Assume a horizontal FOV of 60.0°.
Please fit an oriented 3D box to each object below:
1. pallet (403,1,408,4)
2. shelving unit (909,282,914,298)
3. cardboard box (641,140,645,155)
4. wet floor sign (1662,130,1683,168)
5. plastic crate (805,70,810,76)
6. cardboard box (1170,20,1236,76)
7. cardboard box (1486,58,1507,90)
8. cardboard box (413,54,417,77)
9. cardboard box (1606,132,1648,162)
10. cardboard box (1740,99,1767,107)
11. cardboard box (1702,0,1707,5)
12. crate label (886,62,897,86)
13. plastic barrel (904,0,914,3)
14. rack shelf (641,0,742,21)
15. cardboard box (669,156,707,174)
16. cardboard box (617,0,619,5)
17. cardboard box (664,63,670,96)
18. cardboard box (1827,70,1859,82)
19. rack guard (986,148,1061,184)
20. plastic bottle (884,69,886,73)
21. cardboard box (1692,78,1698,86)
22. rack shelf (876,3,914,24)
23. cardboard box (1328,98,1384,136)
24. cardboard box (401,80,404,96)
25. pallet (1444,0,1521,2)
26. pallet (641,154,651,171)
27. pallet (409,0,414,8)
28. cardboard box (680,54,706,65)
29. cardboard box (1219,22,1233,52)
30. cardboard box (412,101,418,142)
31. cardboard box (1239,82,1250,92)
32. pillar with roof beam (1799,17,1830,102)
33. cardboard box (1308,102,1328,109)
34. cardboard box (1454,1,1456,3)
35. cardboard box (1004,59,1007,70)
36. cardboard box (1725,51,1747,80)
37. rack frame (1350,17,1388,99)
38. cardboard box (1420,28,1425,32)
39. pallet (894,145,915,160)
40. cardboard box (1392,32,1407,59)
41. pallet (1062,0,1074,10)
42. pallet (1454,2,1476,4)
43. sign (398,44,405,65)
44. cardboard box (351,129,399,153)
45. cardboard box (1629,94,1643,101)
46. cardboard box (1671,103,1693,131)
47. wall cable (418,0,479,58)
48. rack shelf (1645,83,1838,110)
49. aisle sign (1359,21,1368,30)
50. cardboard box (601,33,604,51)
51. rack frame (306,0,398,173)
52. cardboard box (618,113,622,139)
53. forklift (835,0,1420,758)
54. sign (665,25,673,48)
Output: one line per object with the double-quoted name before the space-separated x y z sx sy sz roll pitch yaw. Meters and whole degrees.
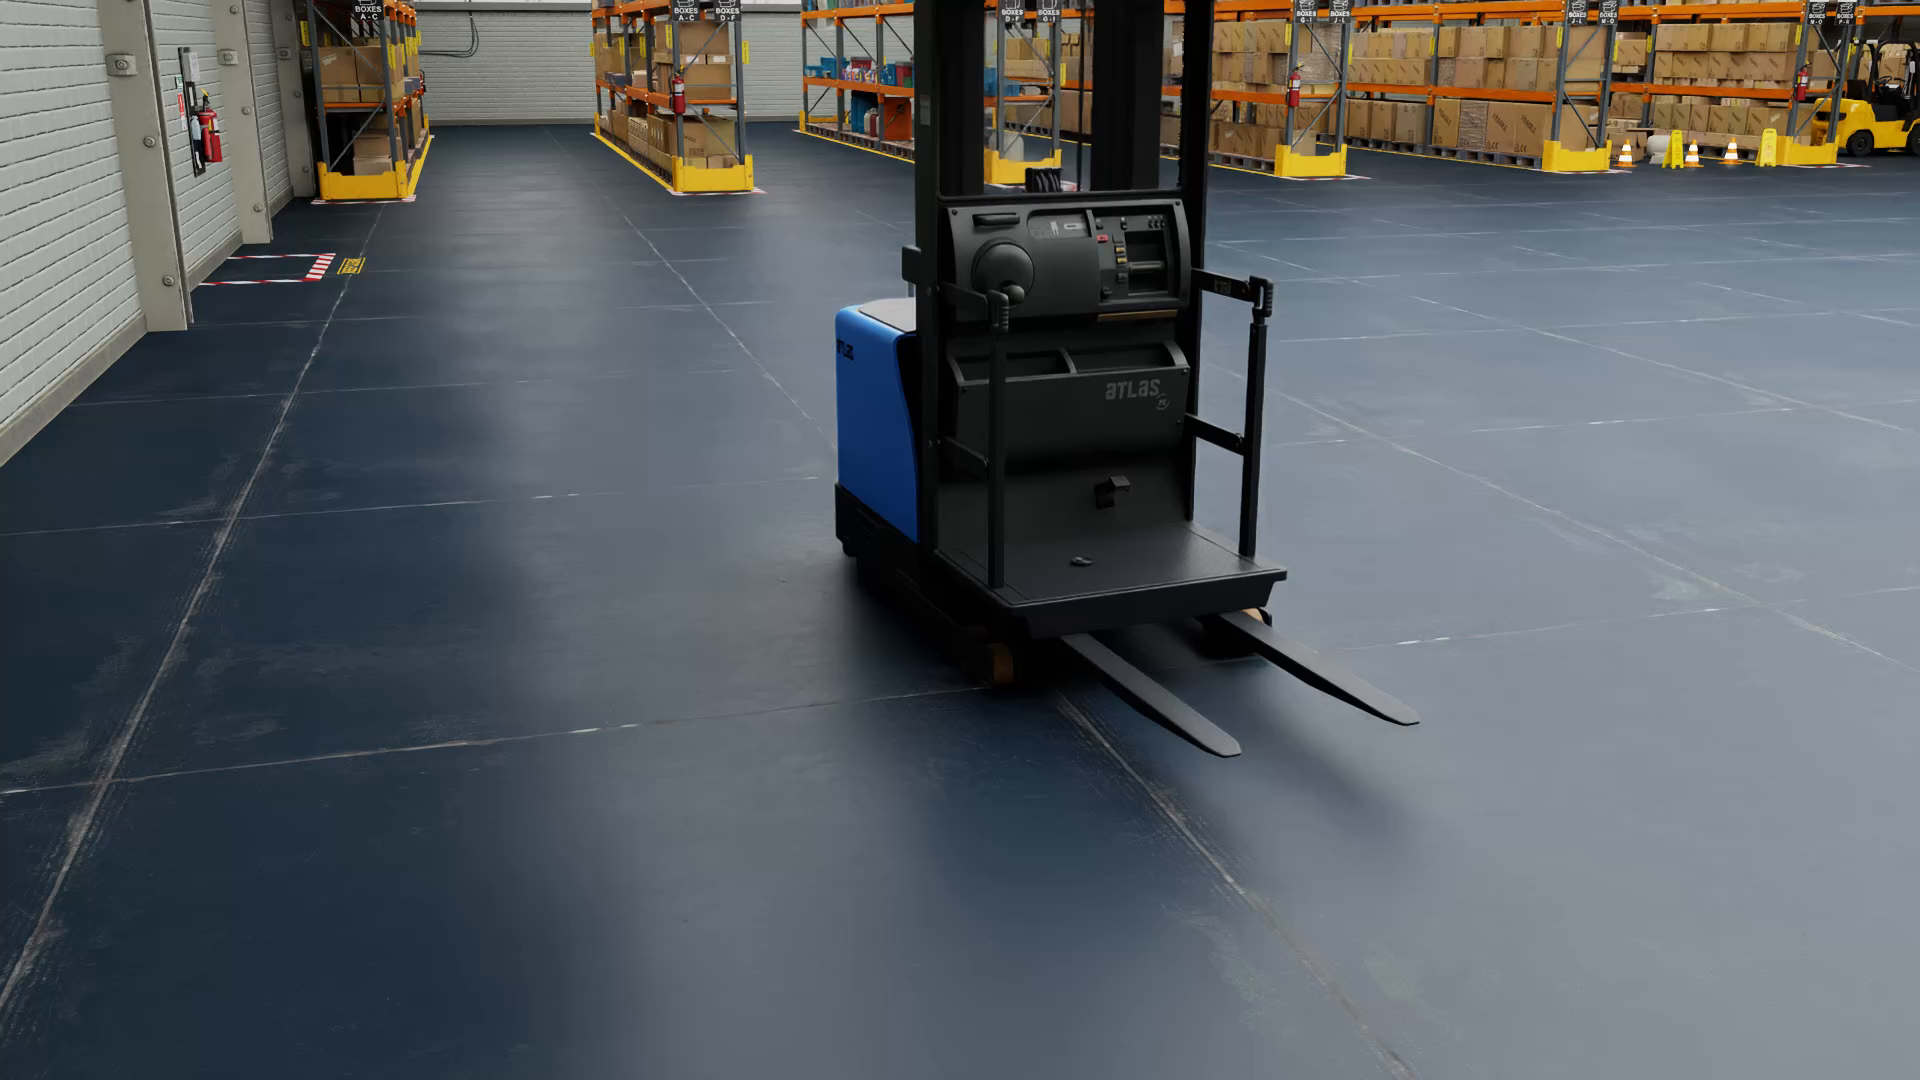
"pallet" -10.888 -10.030 30.743 1.213 0.211 1.003 -4 17 -13
"shelving unit" -0.080 -0.630 7.463 0.258 1.200 0.189 -7 18 -21
"cardboard box" -5.328 -6.912 29.299 0.500 0.250 0.500 -5 17 -16
"wet floor sign" 12.535 -6.857 29.159 0.267 0.644 0.232 -8 18 -25
"plastic crate" -3.573 -11.219 39.941 0.250 0.136 0.298 -5 17 -15
"cardboard box" 4.644 -9.298 31.418 1.000 1.000 1.000 -5 17 -15
"cardboard box" 10.087 -8.466 30.160 0.875 0.550 0.500 -5 17 -15
"cardboard box" -11.892 -9.911 34.713 0.980 0.700 0.700 -4 17 -14
"cardboard box" 12.438 -7.346 31.031 0.637 0.503 0.797 11 20 32
"cardboard box" 14.719 -8.107 30.845 0.380 0.149 0.250 -4 17 -14
"cardboard box" 14.392 -10.289 31.713 0.380 0.149 0.250 -5 18 -17
"crate label" -1.121 -9.014 32.185 0.502 0.435 0.616 -5 17 -15
"plastic barrel" -0.743 -10.349 30.605 0.600 0.901 0.708 -5 17 -15
"rack shelf" -4.249 -8.335 26.023 1.077 0.370 4.000 -5 17 -15
"cardboard box" -4.131 -5.699 25.260 0.500 0.250 0.500 -5 17 -15
"cardboard box" -6.190 -10.646 32.292 0.910 0.500 0.500 -5 17 -15
"cardboard box" -4.385 -7.437 26.824 0.700 0.500 0.500 -4 17 -14
"cardboard box" 18.638 -9.802 35.131 0.500 0.250 0.500 -4 17 -14
"rack guard" 0.998 -5.901 26.227 1.175 0.500 0.348 -5 17 -15
"plastic bottle" -1.589 -9.898 35.412 0.097 0.271 0.097 0 17 0
"cardboard box" 14.394 -8.850 32.137 0.380 0.149 0.250 -5 17 -16
"rack shelf" -0.584 -9.832 31.006 1.077 0.370 4.000 -5 17 -15
"cardboard box" 8.506 -8.997 35.371 1.050 0.750 0.750 -5 17 -16
"cardboard box" -8.857 -6.958 25.627 0.500 0.250 0.500 -5 17 -16
"pallet" 9.739 -10.110 30.834 1.003 0.211 1.213 -5 17 -15
"pallet" -5.038 -6.662 29.262 1.003 0.211 1.213 -5 17 -15
"pallet" -12.644 -11.913 36.836 1.003 0.211 1.213 -5 17 -15
"cardboard box" -3.987 -7.139 24.703 0.380 0.149 0.250 -5 17 -16
"cardboard box" 4.883 -8.827 29.193 0.500 0.500 0.500 -5 17 -15
"cardboard box" -10.970 -8.138 32.337 0.750 0.750 0.750 -5 17 -16
"cardboard box" 5.037 -7.821 28.711 0.380 0.149 0.250 -5 17 -15
"pillar with roof beam" 15.014 -13.105 35.438 9.100 9.000 0.400 -5 17 -15
"cardboard box" 7.985 -9.581 36.444 0.500 0.250 0.500 -5 17 -17
"cardboard box" 12.021 -12.994 39.377 0.500 0.500 0.500 -5 17 -16
"cardboard box" 1.302 -11.814 41.312 0.500 0.250 0.500 -5 17 -17
"cardboard box" 14.674 -8.852 31.015 0.500 0.500 0.500 -5 17 -16
"rack frame" 10.958 -12.681 44.455 1.000 3.000 0.127 -5 17 -15
"cardboard box" 11.640 -12.623 41.223 0.380 0.149 0.250 -5 17 -15
"pallet" -0.627 -7.404 31.732 1.003 0.211 1.213 -5 17 -15
"cardboard box" 9.100 -9.888 33.245 0.700 0.500 0.500 -5 17 -15
"pallet" 2.828 -11.887 36.928 0.805 0.209 1.217 -5 18 -17
"pallet" 12.357 -12.670 39.536 0.805 0.209 1.217 -5 18 -17
"sign" -9.041 -7.863 26.911 0.100 0.325 0.005 -5 17 -15
"cardboard box" -9.779 -6.619 27.855 0.700 0.500 0.500 -4 17 -13
"cardboard box" 16.904 -11.022 41.419 0.380 0.149 0.250 -6 18 -18
"cardboard box" 14.317 -8.274 32.528 0.500 0.500 0.500 -4 17 -13
"wall cable" -14.069 -13.702 42.821 3.097 2.526 0.112 -5 17 -15
"rack shelf" 14.806 -8.464 31.666 1.077 0.370 4.000 -5 17 -15
"aisle sign" 10.660 -13.923 44.071 0.394 0.787 0.004 -5 17 -15
"cardboard box" -7.528 -10.797 36.270 0.500 0.500 0.500 -5 17 -16
"rack frame" -8.461 -6.297 23.202 1.000 3.000 0.127 -5 17 -15
"cardboard box" -6.672 -8.444 33.930 0.500 0.500 0.500 -5 18 -17
"forklift" 0.480 -1.024 5.765 1.130 2.935 3.031 -7 18 -21
"sign" -4.225 -7.319 24.178 0.100 0.325 0.005 -5 17 -15
